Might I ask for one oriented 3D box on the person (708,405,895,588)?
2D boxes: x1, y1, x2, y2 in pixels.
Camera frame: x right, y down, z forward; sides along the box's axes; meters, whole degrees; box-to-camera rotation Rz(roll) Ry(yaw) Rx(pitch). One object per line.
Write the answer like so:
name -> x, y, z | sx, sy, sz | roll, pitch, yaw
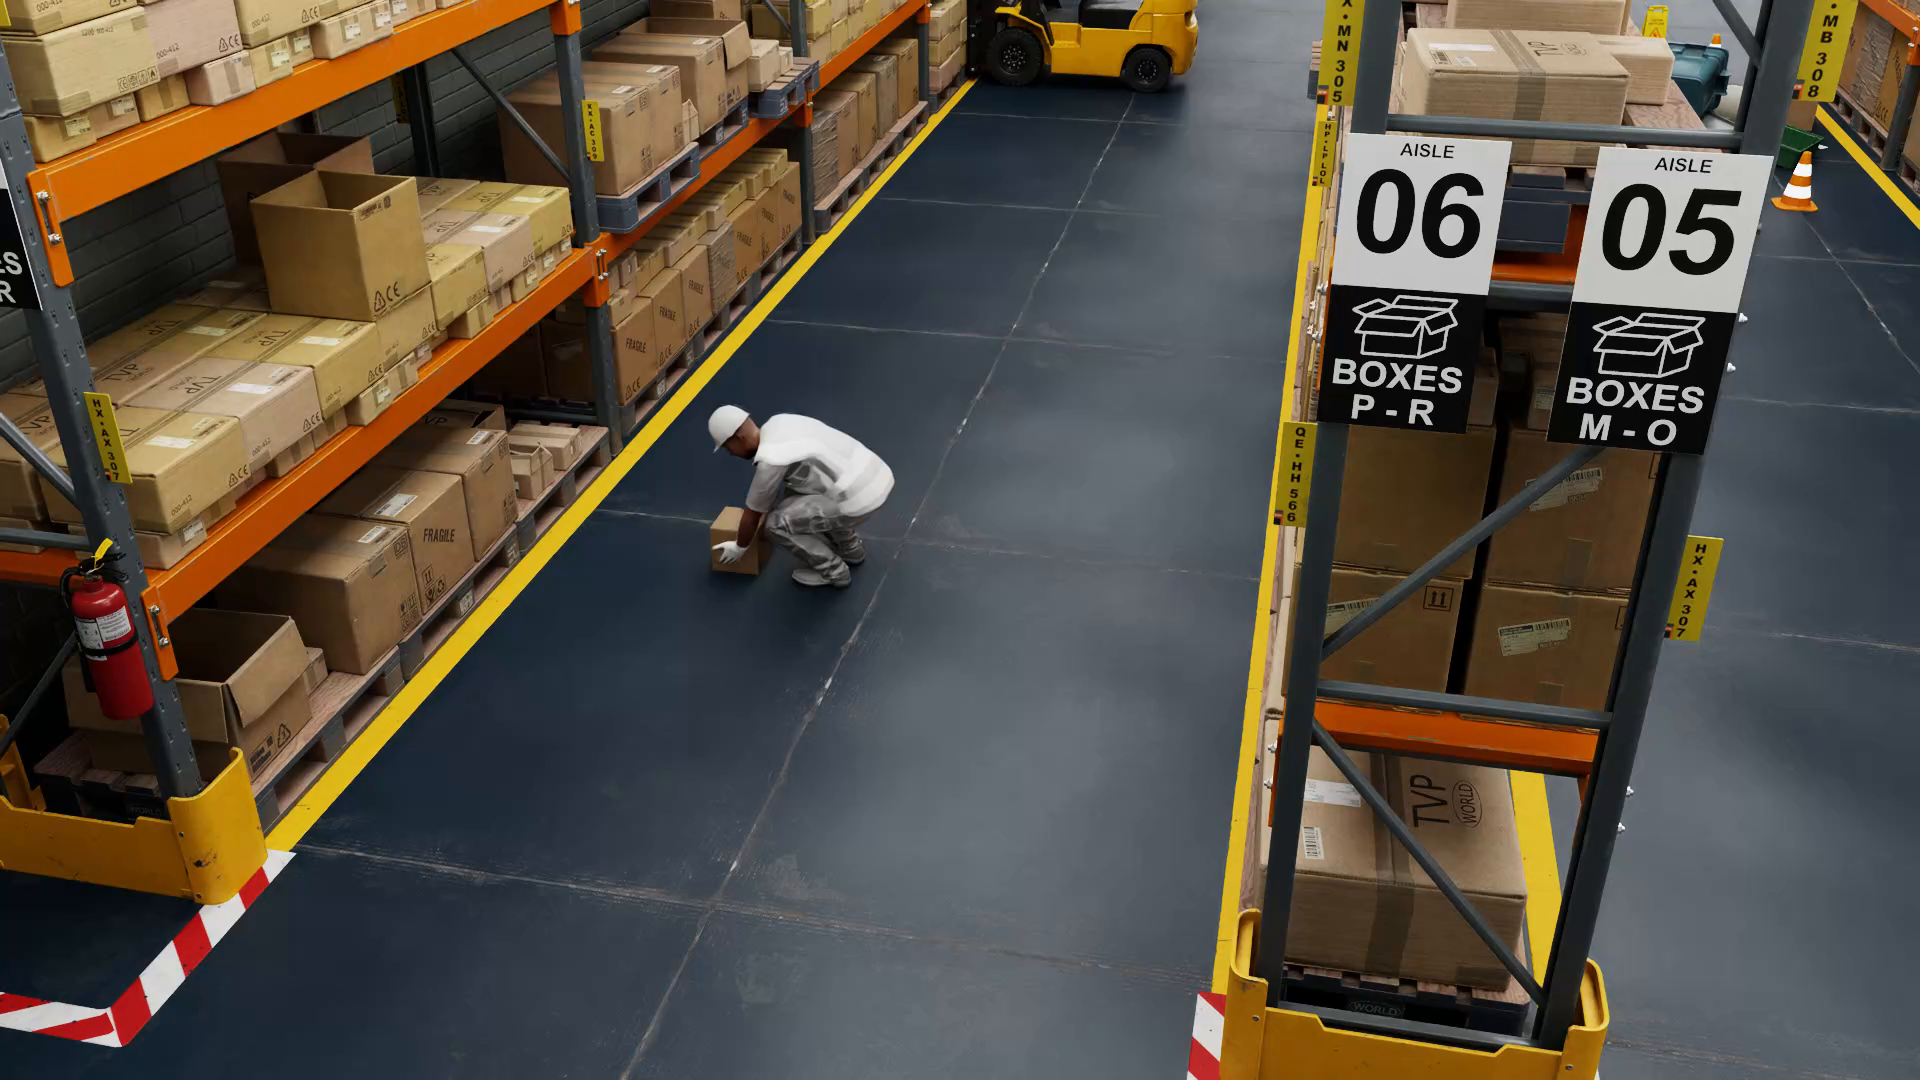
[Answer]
person -> -0.805, -0.242, 8.457 | 0.908, 0.922, 0.577 | 6, 29, 11
